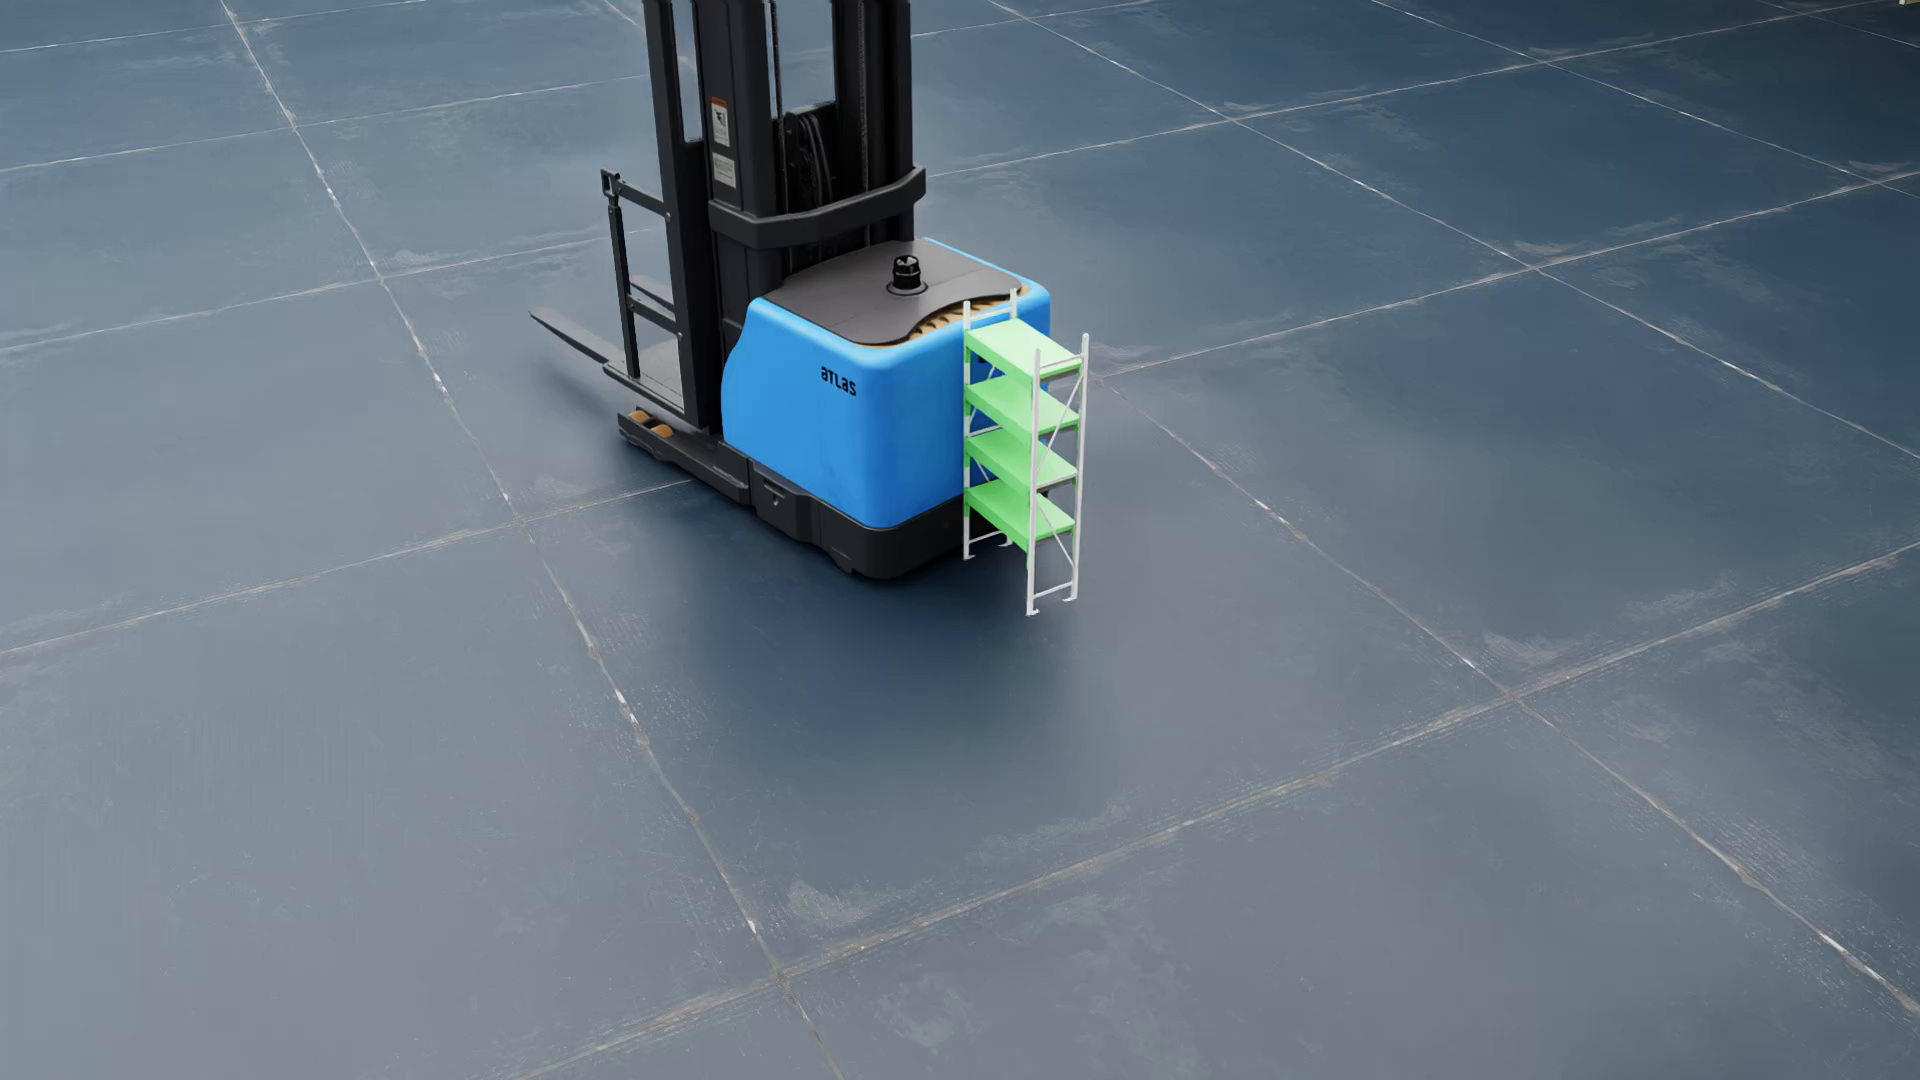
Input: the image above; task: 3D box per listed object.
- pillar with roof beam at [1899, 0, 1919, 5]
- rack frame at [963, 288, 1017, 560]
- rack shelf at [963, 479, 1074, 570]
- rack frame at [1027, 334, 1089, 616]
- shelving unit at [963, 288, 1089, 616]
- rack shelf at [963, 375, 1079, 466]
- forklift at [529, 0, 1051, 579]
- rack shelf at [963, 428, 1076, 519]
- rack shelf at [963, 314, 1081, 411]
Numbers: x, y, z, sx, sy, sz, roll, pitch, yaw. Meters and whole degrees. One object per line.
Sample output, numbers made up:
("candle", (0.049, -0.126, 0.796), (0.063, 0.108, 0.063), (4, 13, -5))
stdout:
("pillar with roof beam", (4.510, -7.531, 10.664), (9.100, 9.000, 0.400), (-16, 36, -23))
("rack frame", (0.119, -0.455, 6.848), (0.240, 1.200, 0.015), (-19, 37, -26))
("rack shelf", (0.248, -0.087, 6.837), (0.258, 0.148, 0.480), (-19, 37, -26))
("rack frame", (0.377, -0.231, 6.499), (0.240, 1.200, 0.015), (-19, 37, -26))
("shelving unit", (0.248, -0.343, 6.673), (0.258, 1.200, 0.503), (-19, 37, -26))
("rack shelf", (0.248, -0.491, 6.578), (0.258, 0.148, 0.480), (-19, 37, -26))
("forklift", (-0.982, -1.777, 7.306), (1.130, 2.935, 3.031), (-27, 41, -35))
("rack shelf", (0.248, -0.289, 6.708), (0.258, 0.148, 0.480), (-19, 37, -26))
("rack shelf", (0.248, -0.693, 6.449), (0.258, 0.148, 0.480), (-19, 37, -26))
